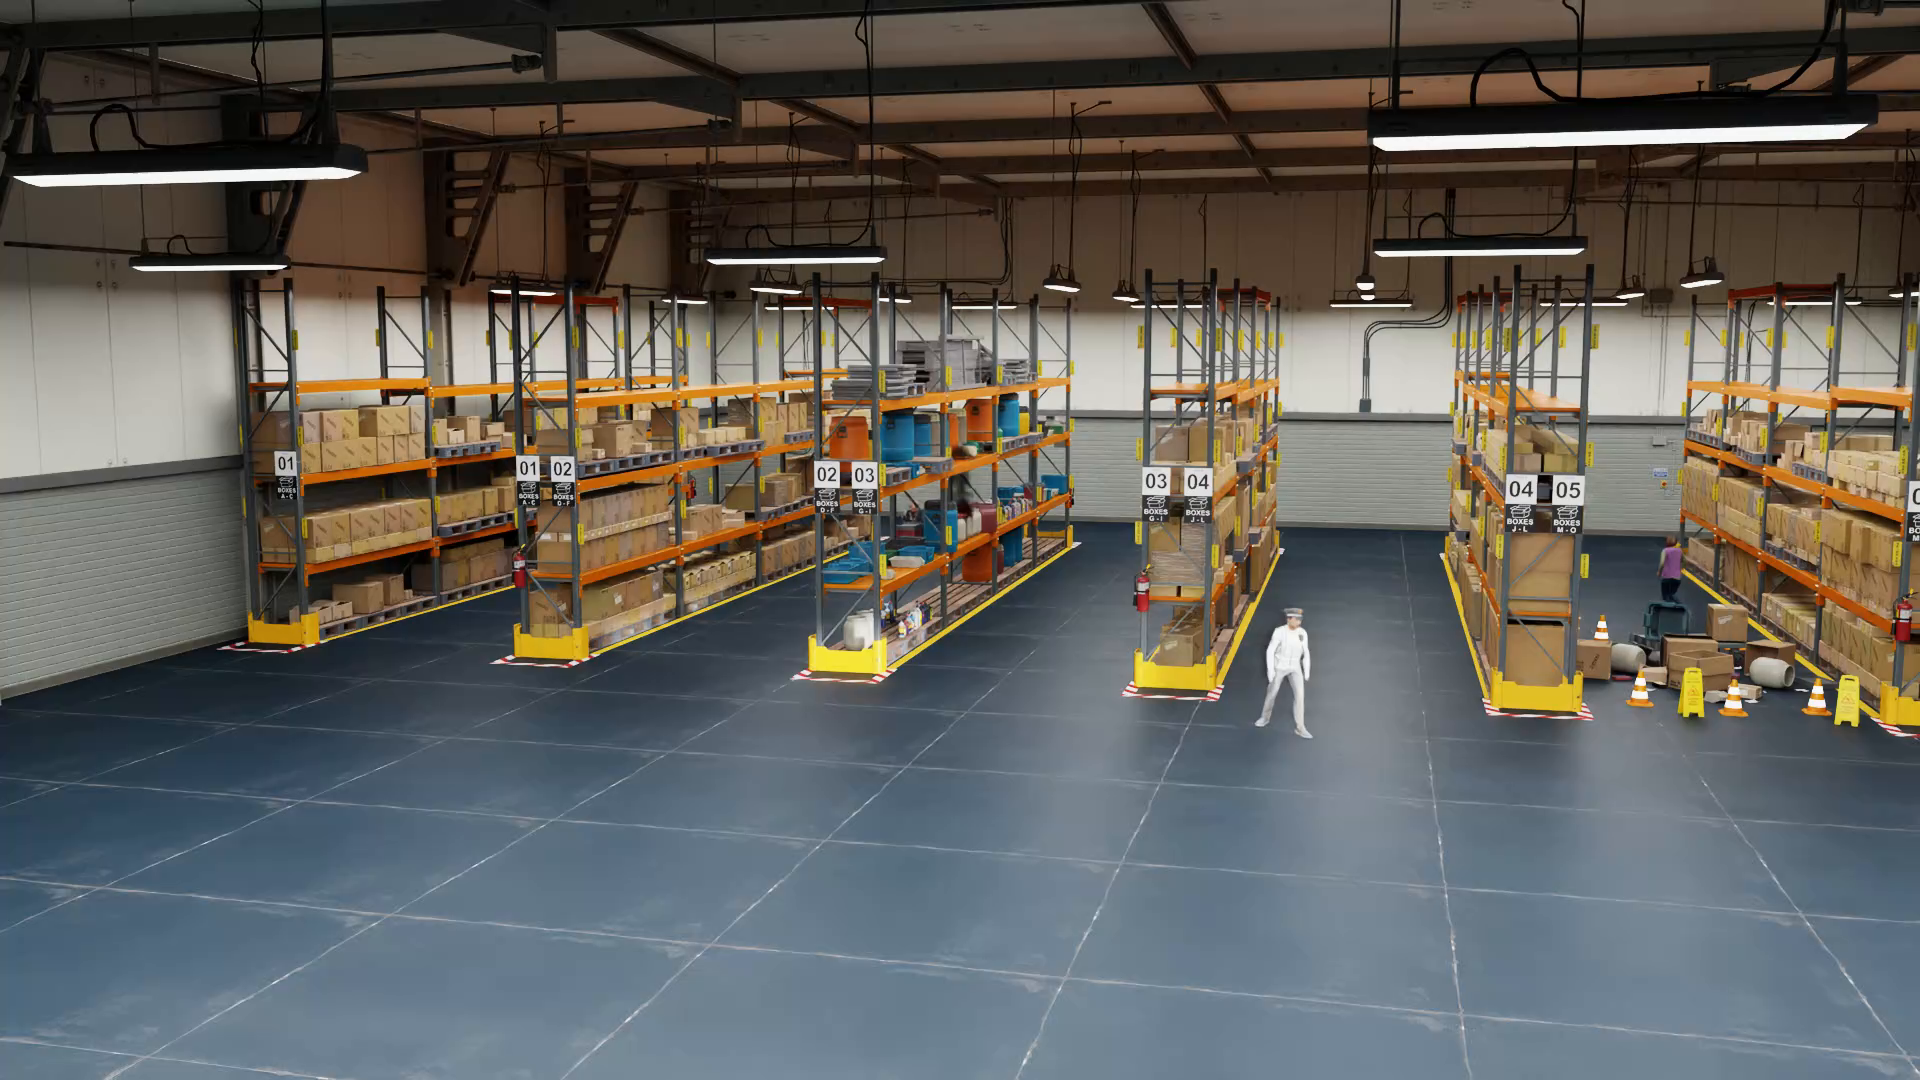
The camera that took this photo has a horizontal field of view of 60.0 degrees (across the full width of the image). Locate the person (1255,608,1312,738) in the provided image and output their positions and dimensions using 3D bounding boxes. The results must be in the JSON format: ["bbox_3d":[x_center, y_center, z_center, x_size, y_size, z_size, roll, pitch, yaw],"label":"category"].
[{"bbox_3d":[4.176,1.654,21.257,0.635,1.626,0.851,-1,7,-9],"label":"person"}]

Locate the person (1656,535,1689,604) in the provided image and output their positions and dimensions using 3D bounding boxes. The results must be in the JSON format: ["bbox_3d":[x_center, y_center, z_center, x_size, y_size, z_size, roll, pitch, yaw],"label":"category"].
[{"bbox_3d":[12.764,0.693,29.725,0.540,1.532,0.571,0,7,-3],"label":"person"}]

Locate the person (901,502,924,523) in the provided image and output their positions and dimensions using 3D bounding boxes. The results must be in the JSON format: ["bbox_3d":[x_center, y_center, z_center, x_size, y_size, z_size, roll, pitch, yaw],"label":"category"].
[{"bbox_3d":[-0.959,-0.010,35.129,0.655,1.650,0.721,1,7,10],"label":"person"}]
